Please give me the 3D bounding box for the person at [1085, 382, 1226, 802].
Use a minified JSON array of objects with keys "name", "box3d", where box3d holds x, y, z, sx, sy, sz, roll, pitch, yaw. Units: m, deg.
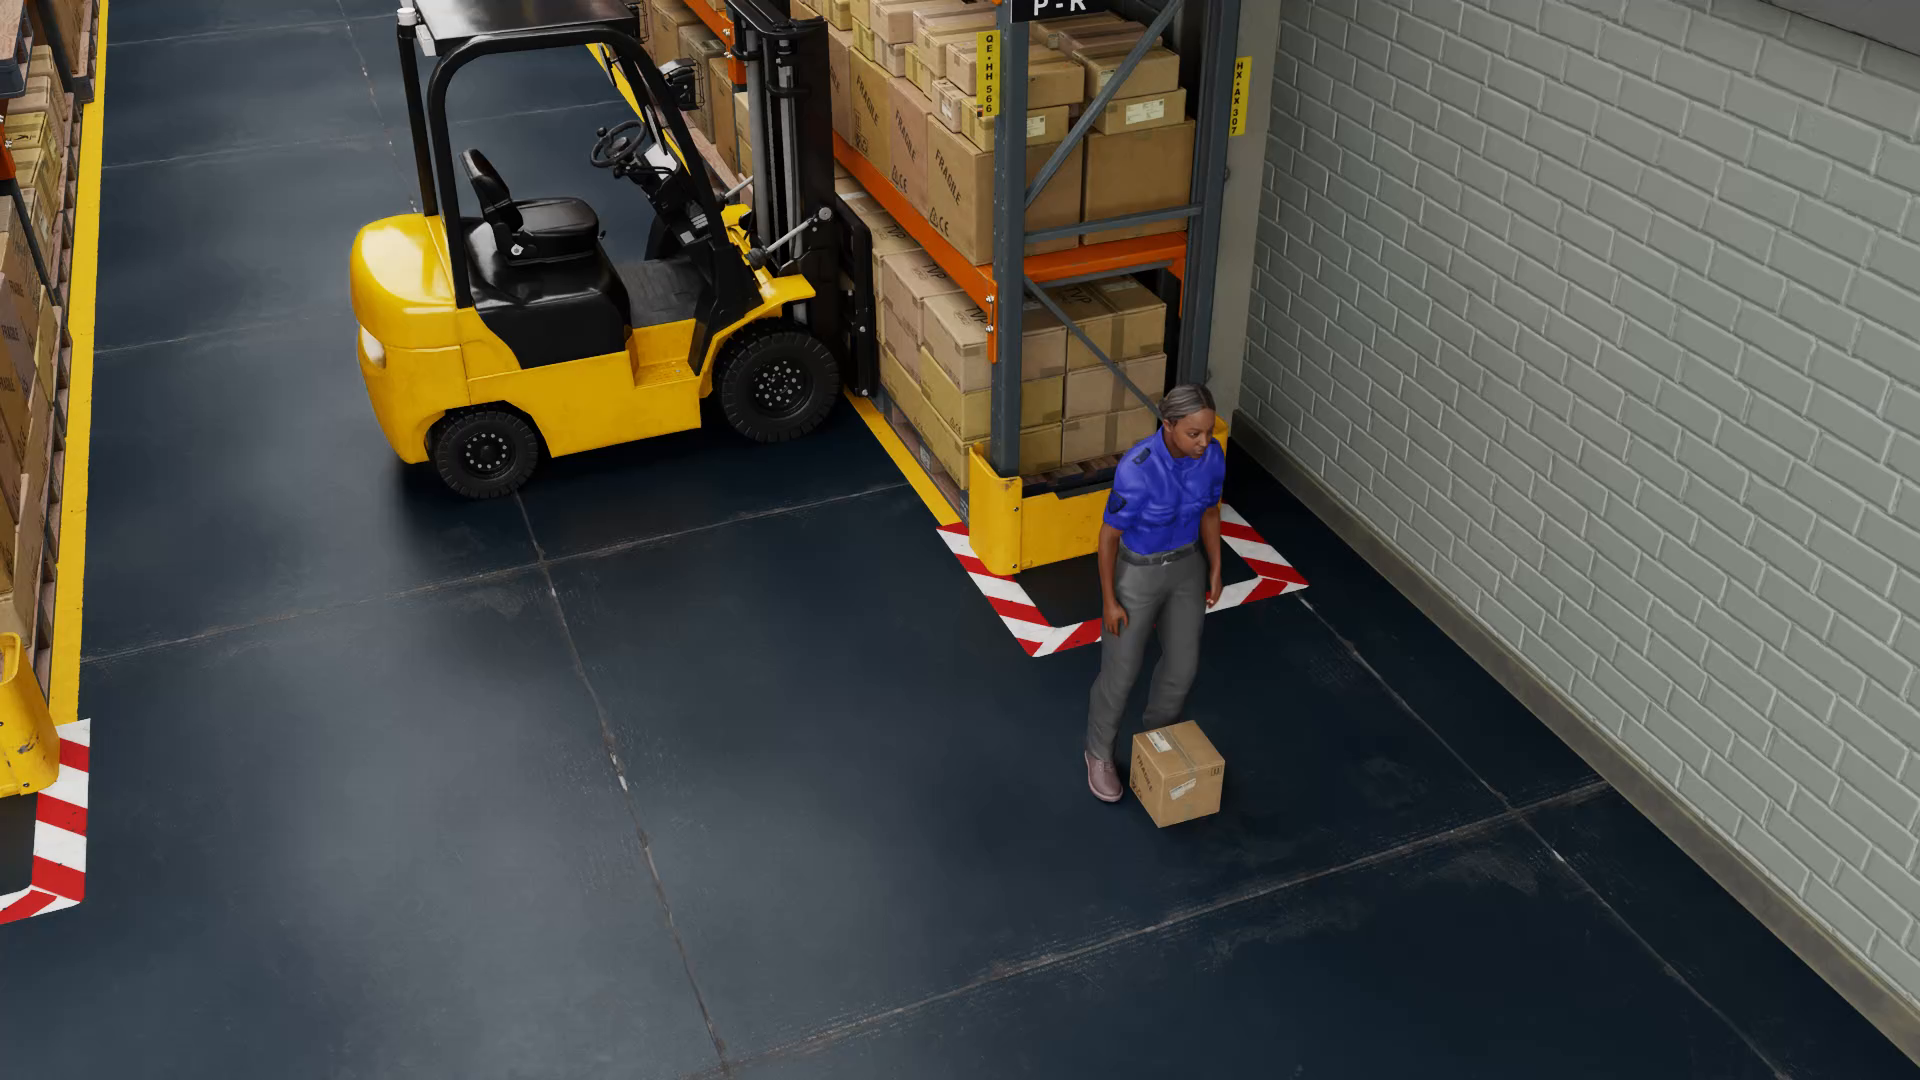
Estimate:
[{"name":"person","box3d":[0.700,0.158,5.907,0.532,1.655,0.346,-15,36,-21]}]
